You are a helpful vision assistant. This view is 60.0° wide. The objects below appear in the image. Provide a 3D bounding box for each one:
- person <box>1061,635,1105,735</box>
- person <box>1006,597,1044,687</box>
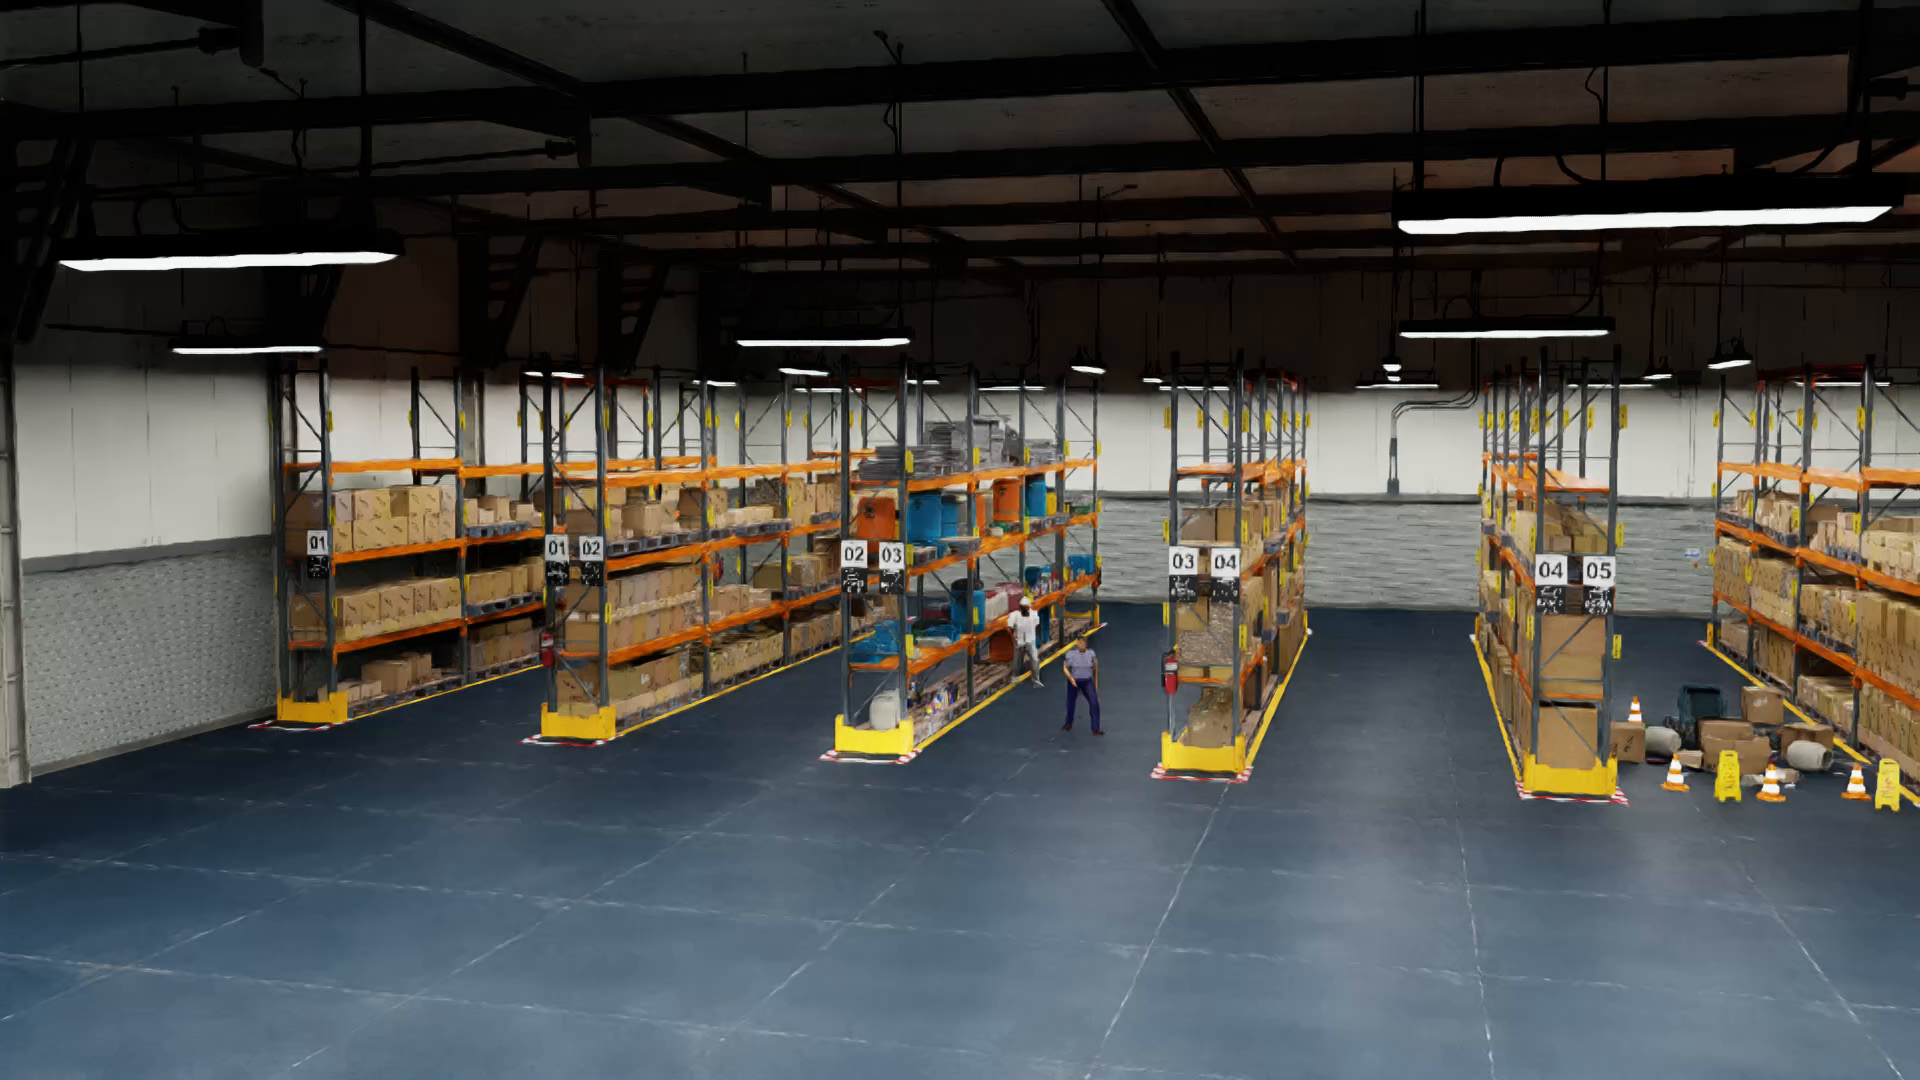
[{"bbox_3d":[1.957,2.300,26.611,0.656,1.567,0.800,0,4,-1],"label":"person"},{"bbox_3d":[1.209,1.901,31.254,0.708,1.702,0.843,0,4,-2],"label":"person"}]
